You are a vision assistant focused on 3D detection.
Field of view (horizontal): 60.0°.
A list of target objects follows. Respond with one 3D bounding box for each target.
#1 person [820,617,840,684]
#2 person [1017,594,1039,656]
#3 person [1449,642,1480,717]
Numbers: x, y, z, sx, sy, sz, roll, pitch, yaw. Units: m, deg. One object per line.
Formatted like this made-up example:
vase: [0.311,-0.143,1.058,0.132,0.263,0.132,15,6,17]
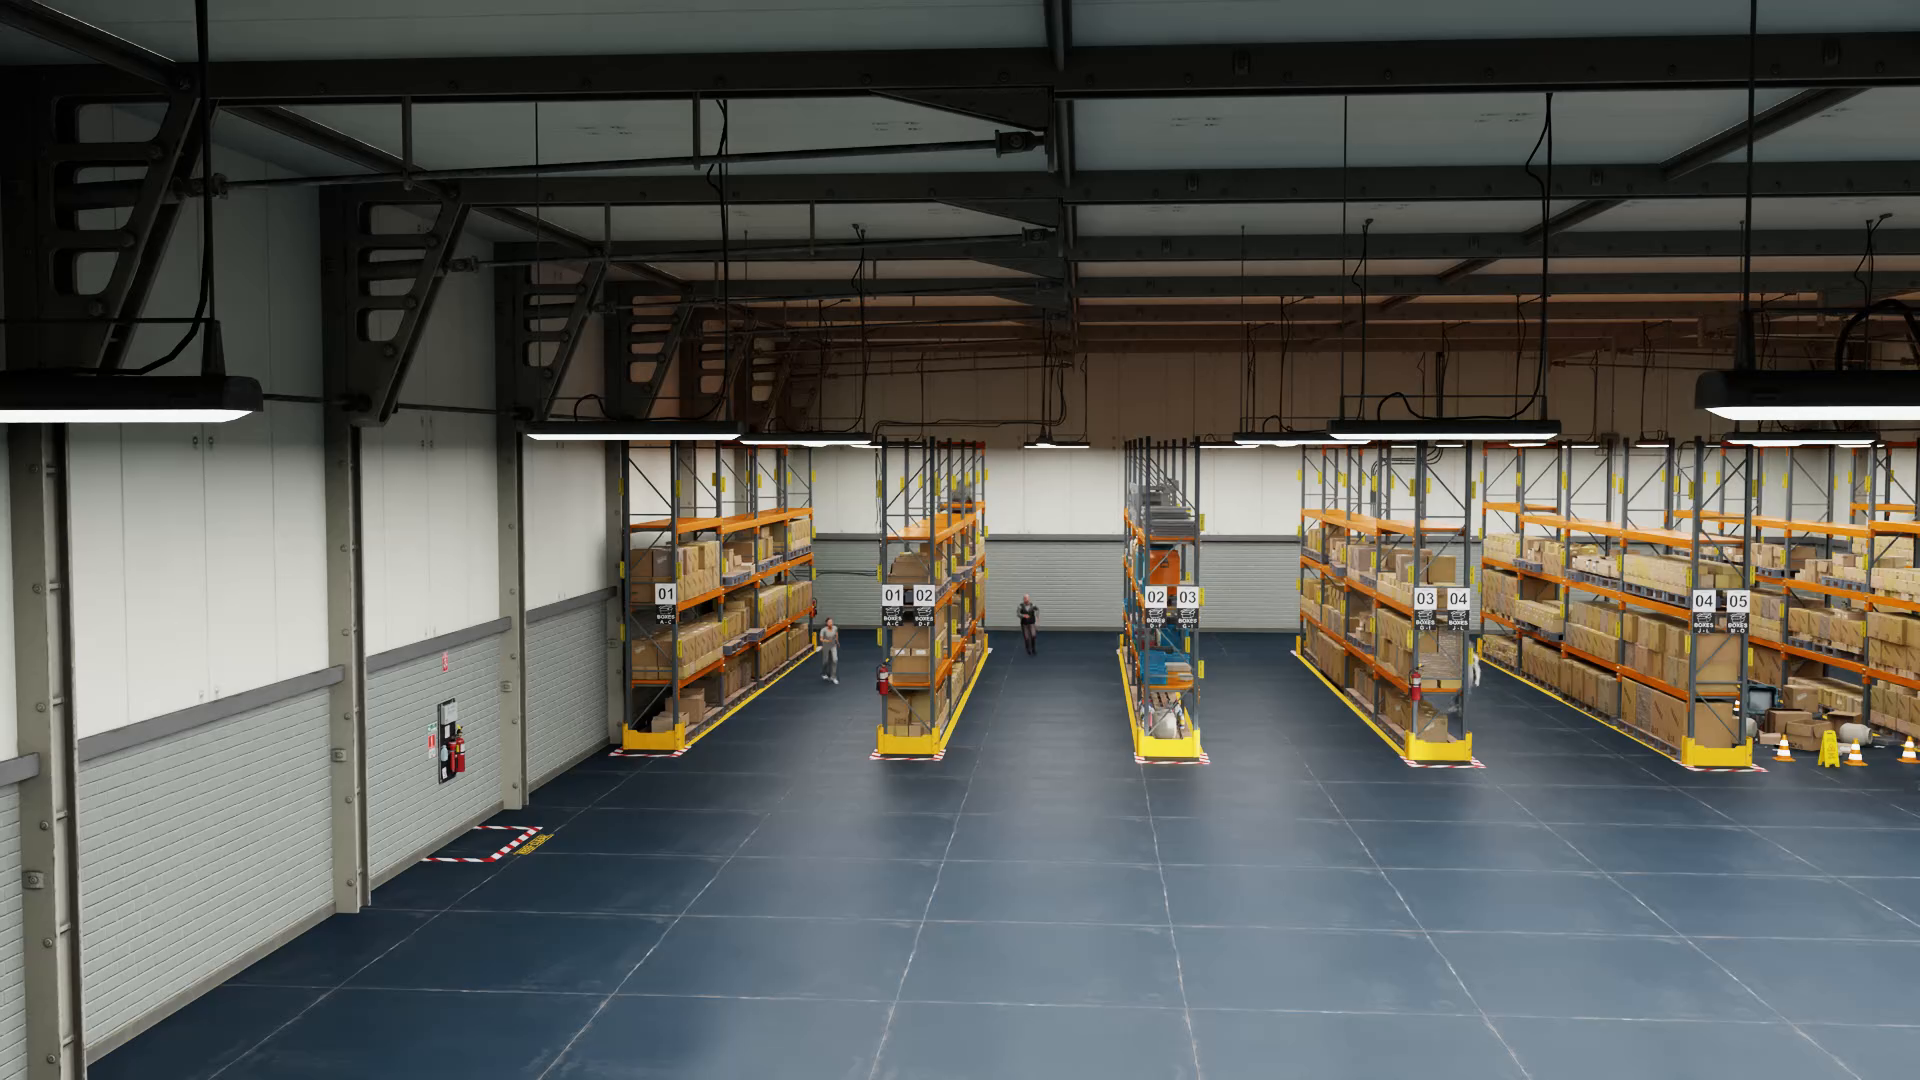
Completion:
person: [-3.238,2.706,41.161,0.564,1.644,0.955,-1,3,-18]
person: [1.912,2.381,46.652,0.638,1.713,0.679,0,3,1]
person: [10.881,3.002,35.849,0.638,1.638,0.536,1,3,14]
